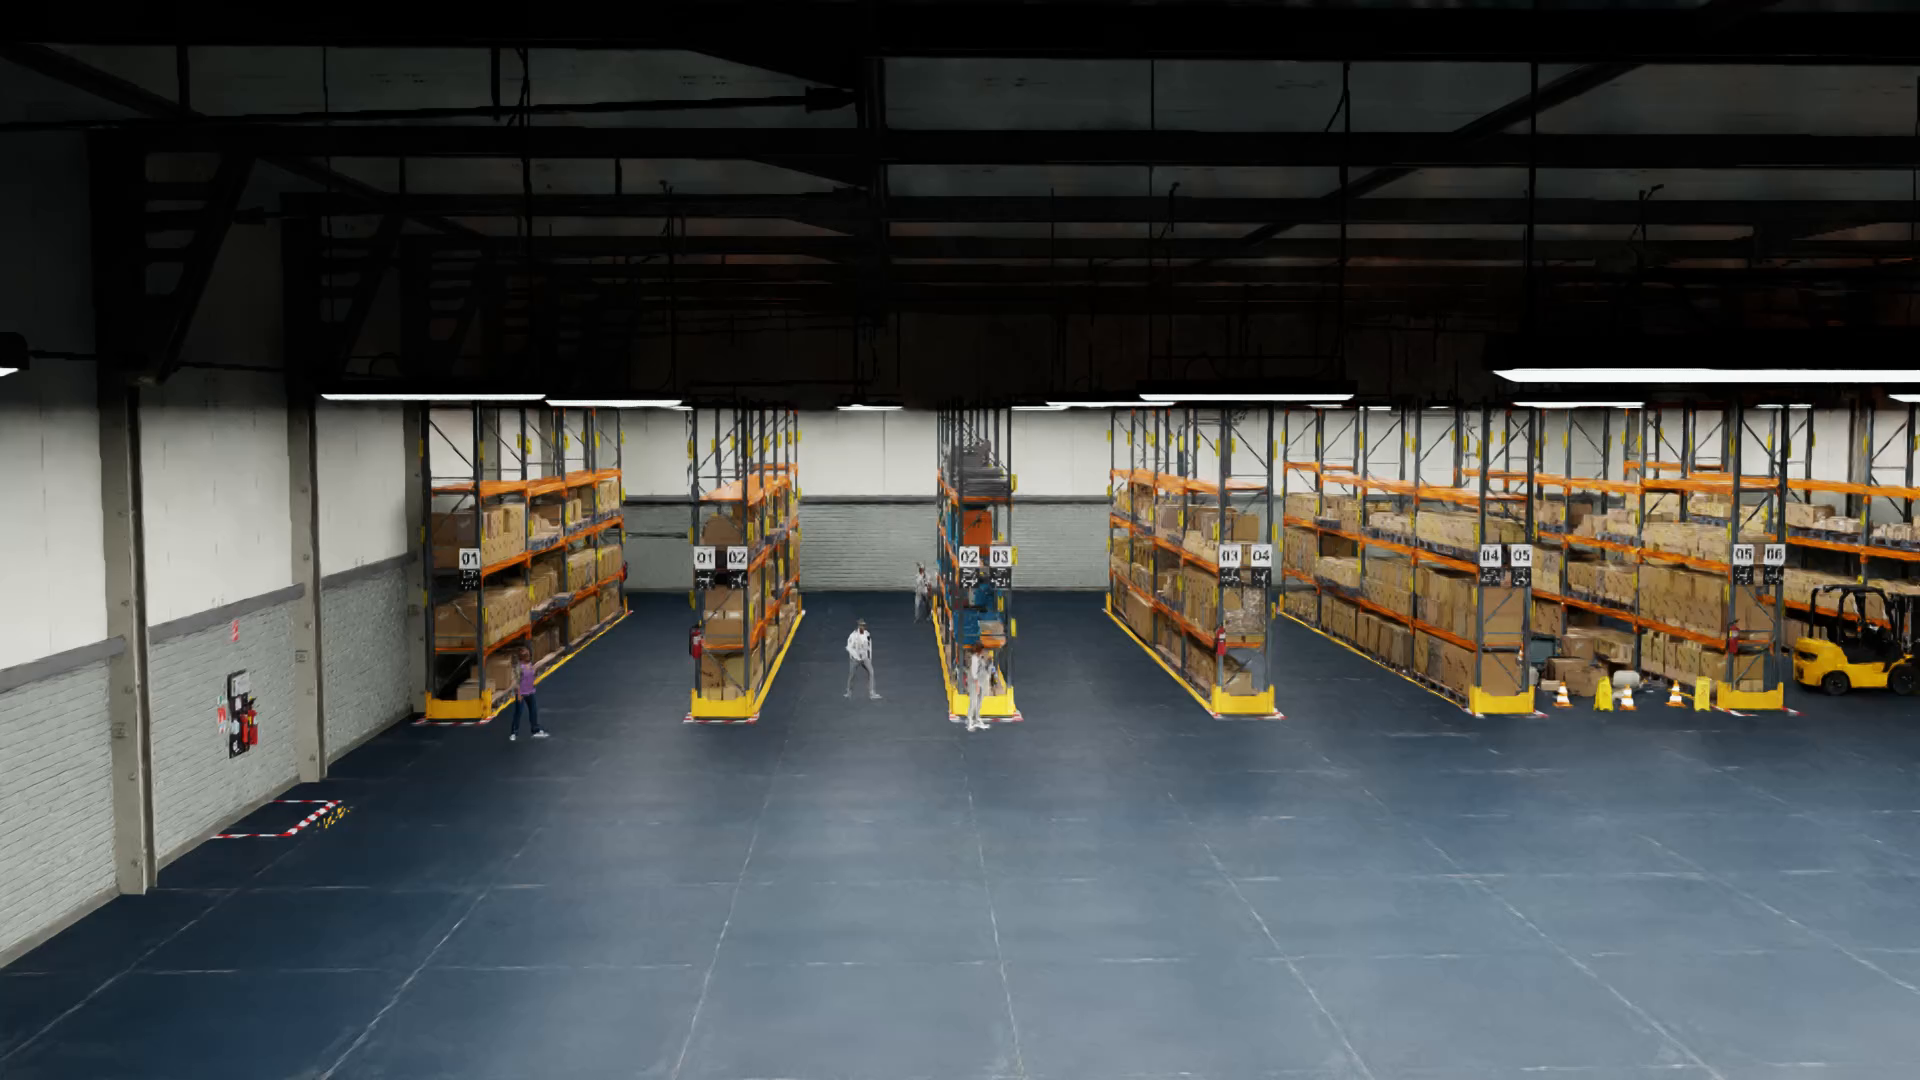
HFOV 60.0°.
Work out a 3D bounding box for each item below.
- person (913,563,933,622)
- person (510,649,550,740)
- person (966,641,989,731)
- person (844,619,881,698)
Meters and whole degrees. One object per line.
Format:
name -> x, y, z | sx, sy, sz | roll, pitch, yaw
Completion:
person -> -0.986, 1.408, 45.208 | 0.472, 1.632, 0.914 | 1, 5, 14
person -> -7.563, 2.674, 29.014 | 0.496, 1.588, 0.615 | 2, 5, 29
person -> 0.297, 2.605, 29.868 | 0.364, 1.600, 0.511 | 1, 5, 14
person -> -1.989, 2.350, 33.168 | 0.643, 1.612, 0.794 | -2, 5, -20
